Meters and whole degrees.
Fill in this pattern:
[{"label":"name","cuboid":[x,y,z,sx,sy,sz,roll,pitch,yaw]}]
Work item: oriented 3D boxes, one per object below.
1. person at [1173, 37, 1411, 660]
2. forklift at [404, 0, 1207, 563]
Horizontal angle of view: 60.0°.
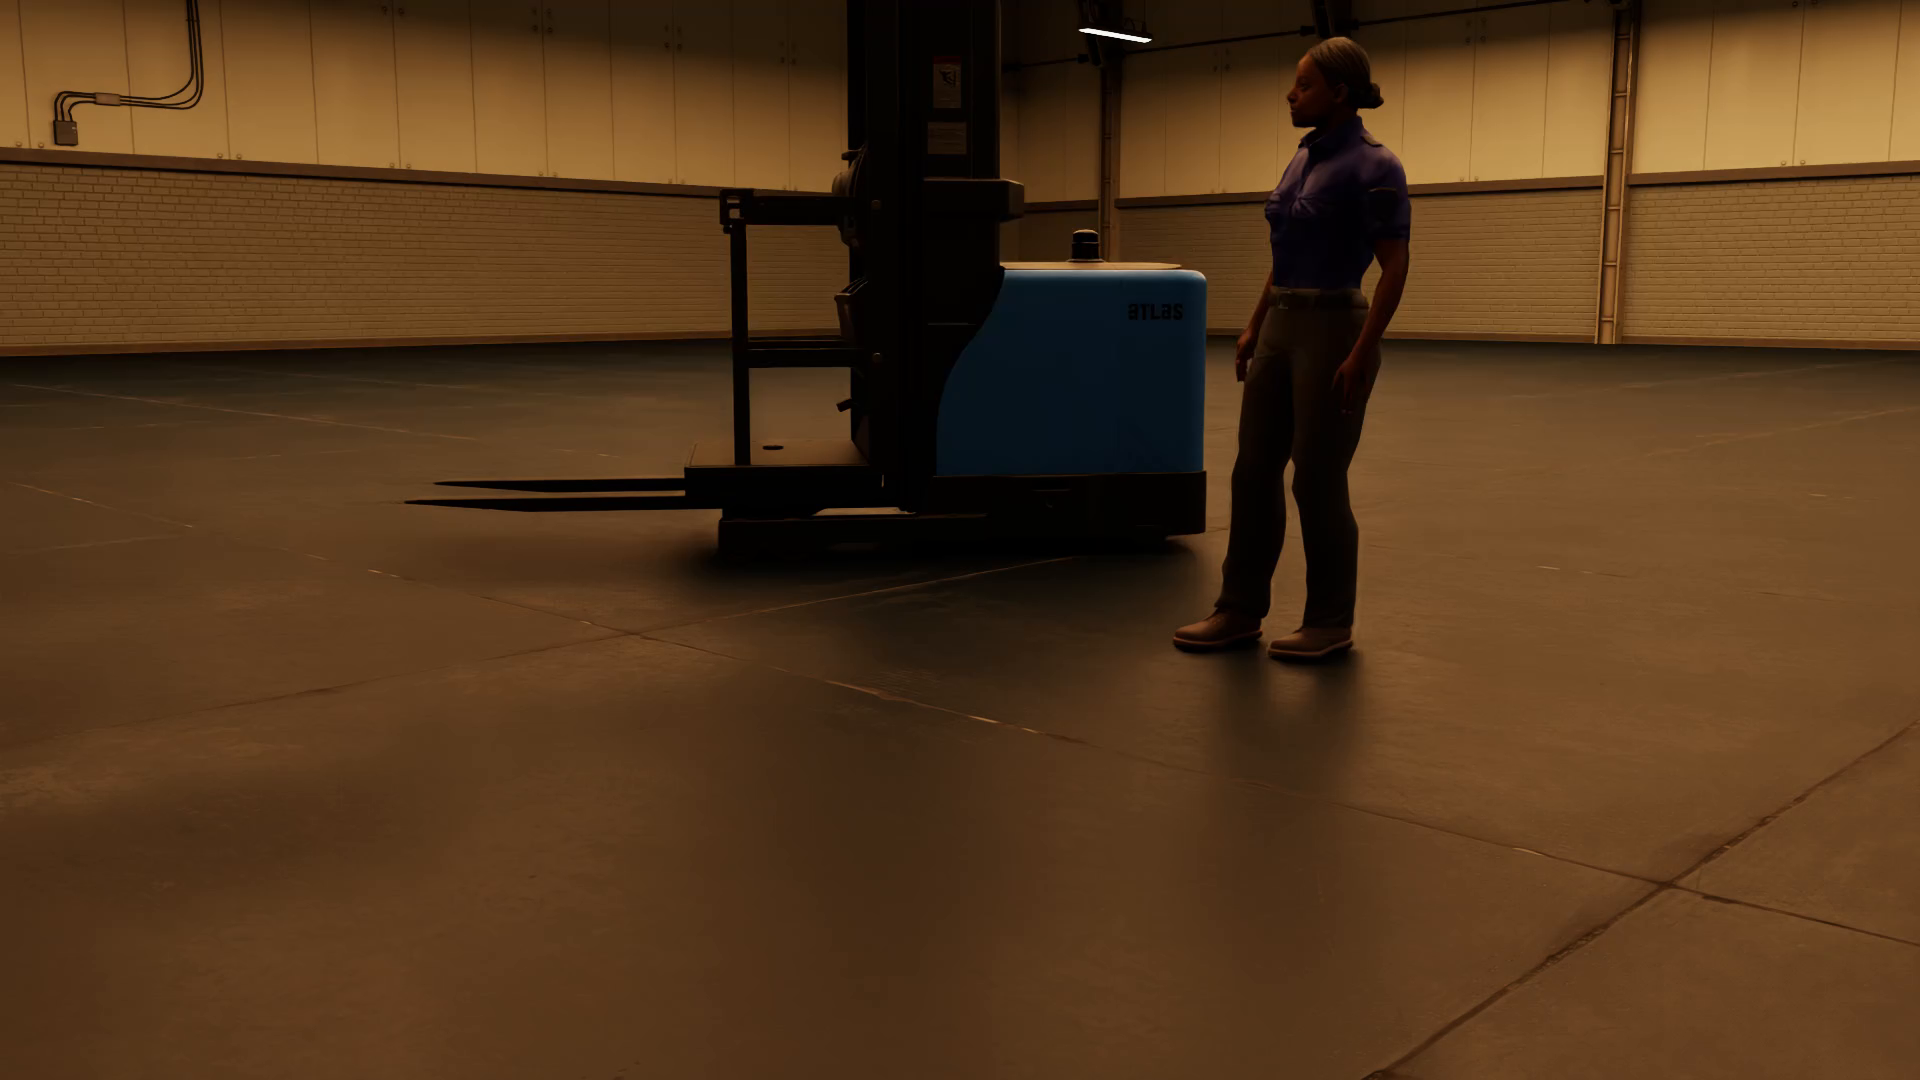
[{"label":"person","cuboid":[0.891,-0.504,4.511,0.477,1.657,0.611,-4,9,-25]},{"label":"forklift","cuboid":[-0.603,-1.449,6.496,3.031,2.935,1.130,-1,9,-7]}]
